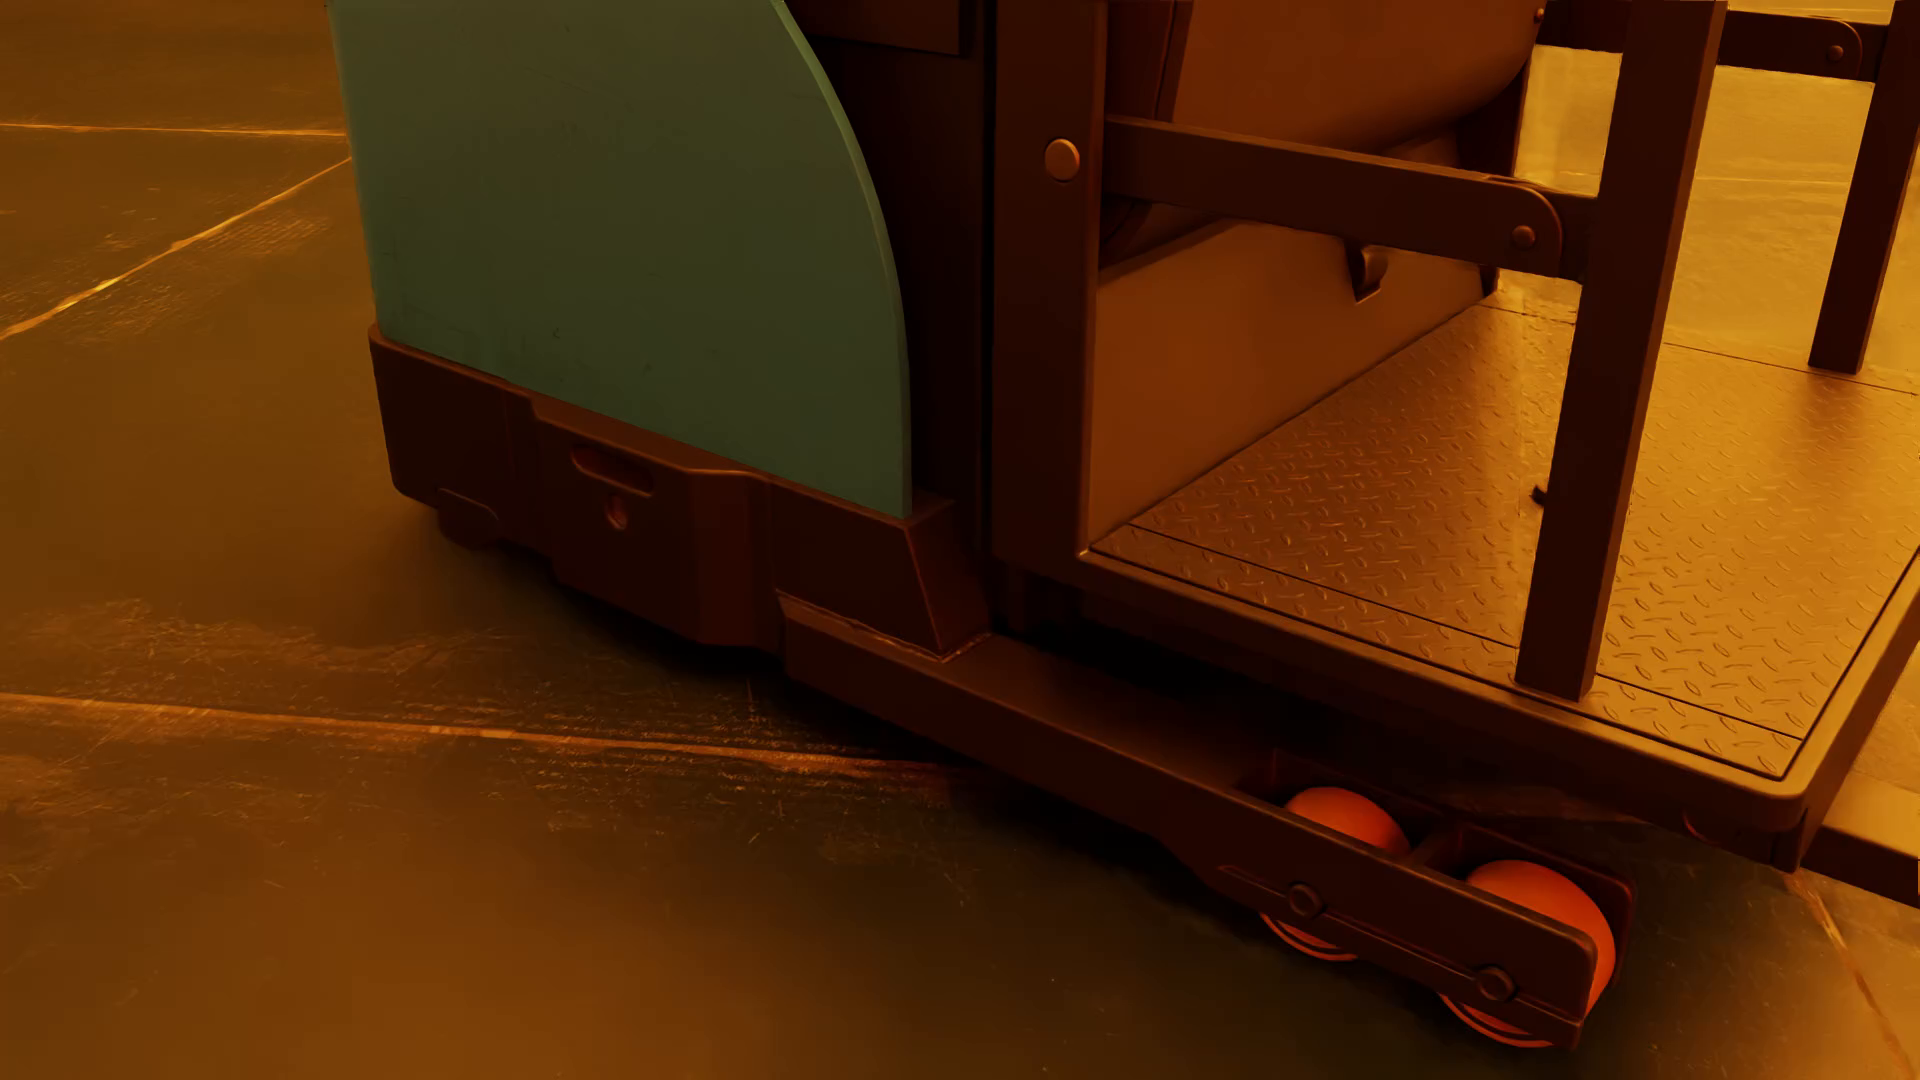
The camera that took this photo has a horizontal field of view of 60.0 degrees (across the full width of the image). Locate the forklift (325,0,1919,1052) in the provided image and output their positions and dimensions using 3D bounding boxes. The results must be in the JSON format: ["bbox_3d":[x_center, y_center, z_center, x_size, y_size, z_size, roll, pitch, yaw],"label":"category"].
[{"bbox_3d":[0.609,-1.109,1.440,3.031,2.935,1.130,19,32,33],"label":"forklift"}]
